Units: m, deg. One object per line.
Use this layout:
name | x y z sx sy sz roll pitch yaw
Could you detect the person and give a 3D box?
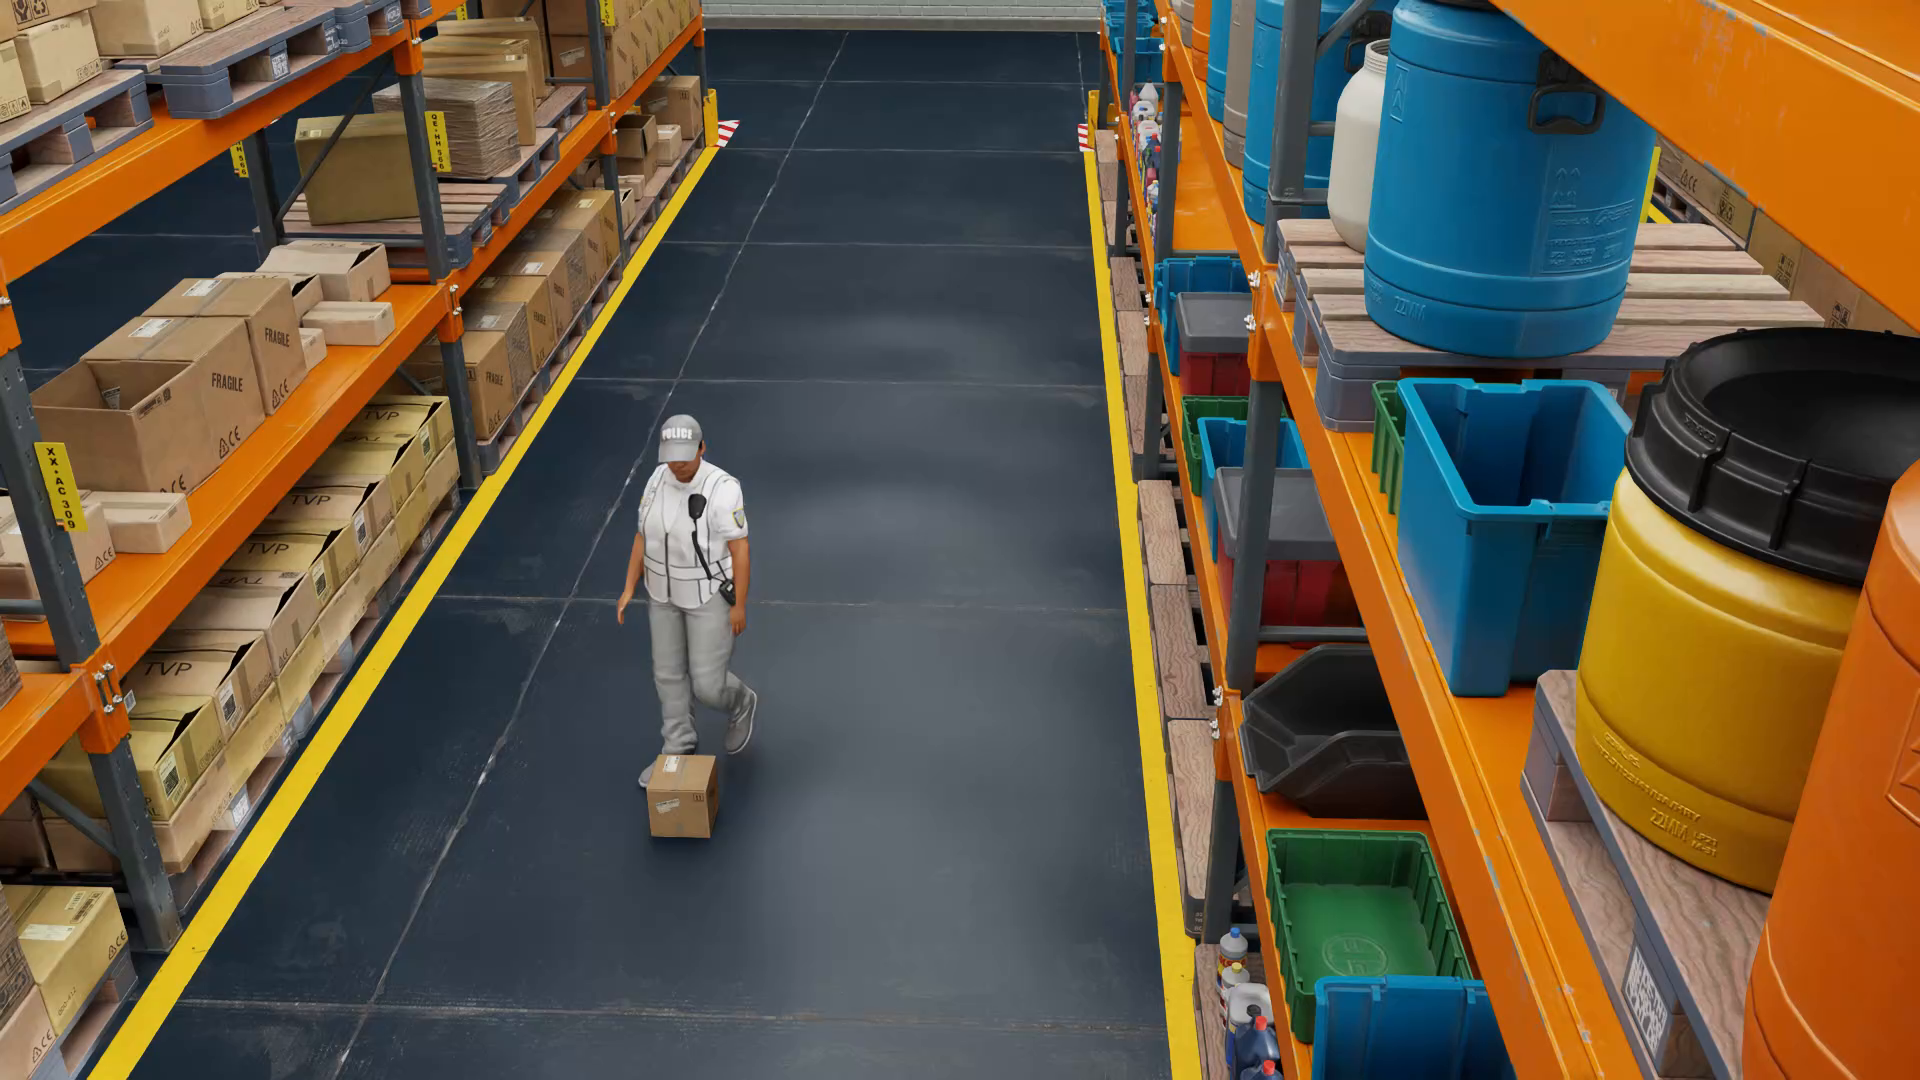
person | -1.185 0.264 7.115 0.534 1.650 0.588 14 31 24
